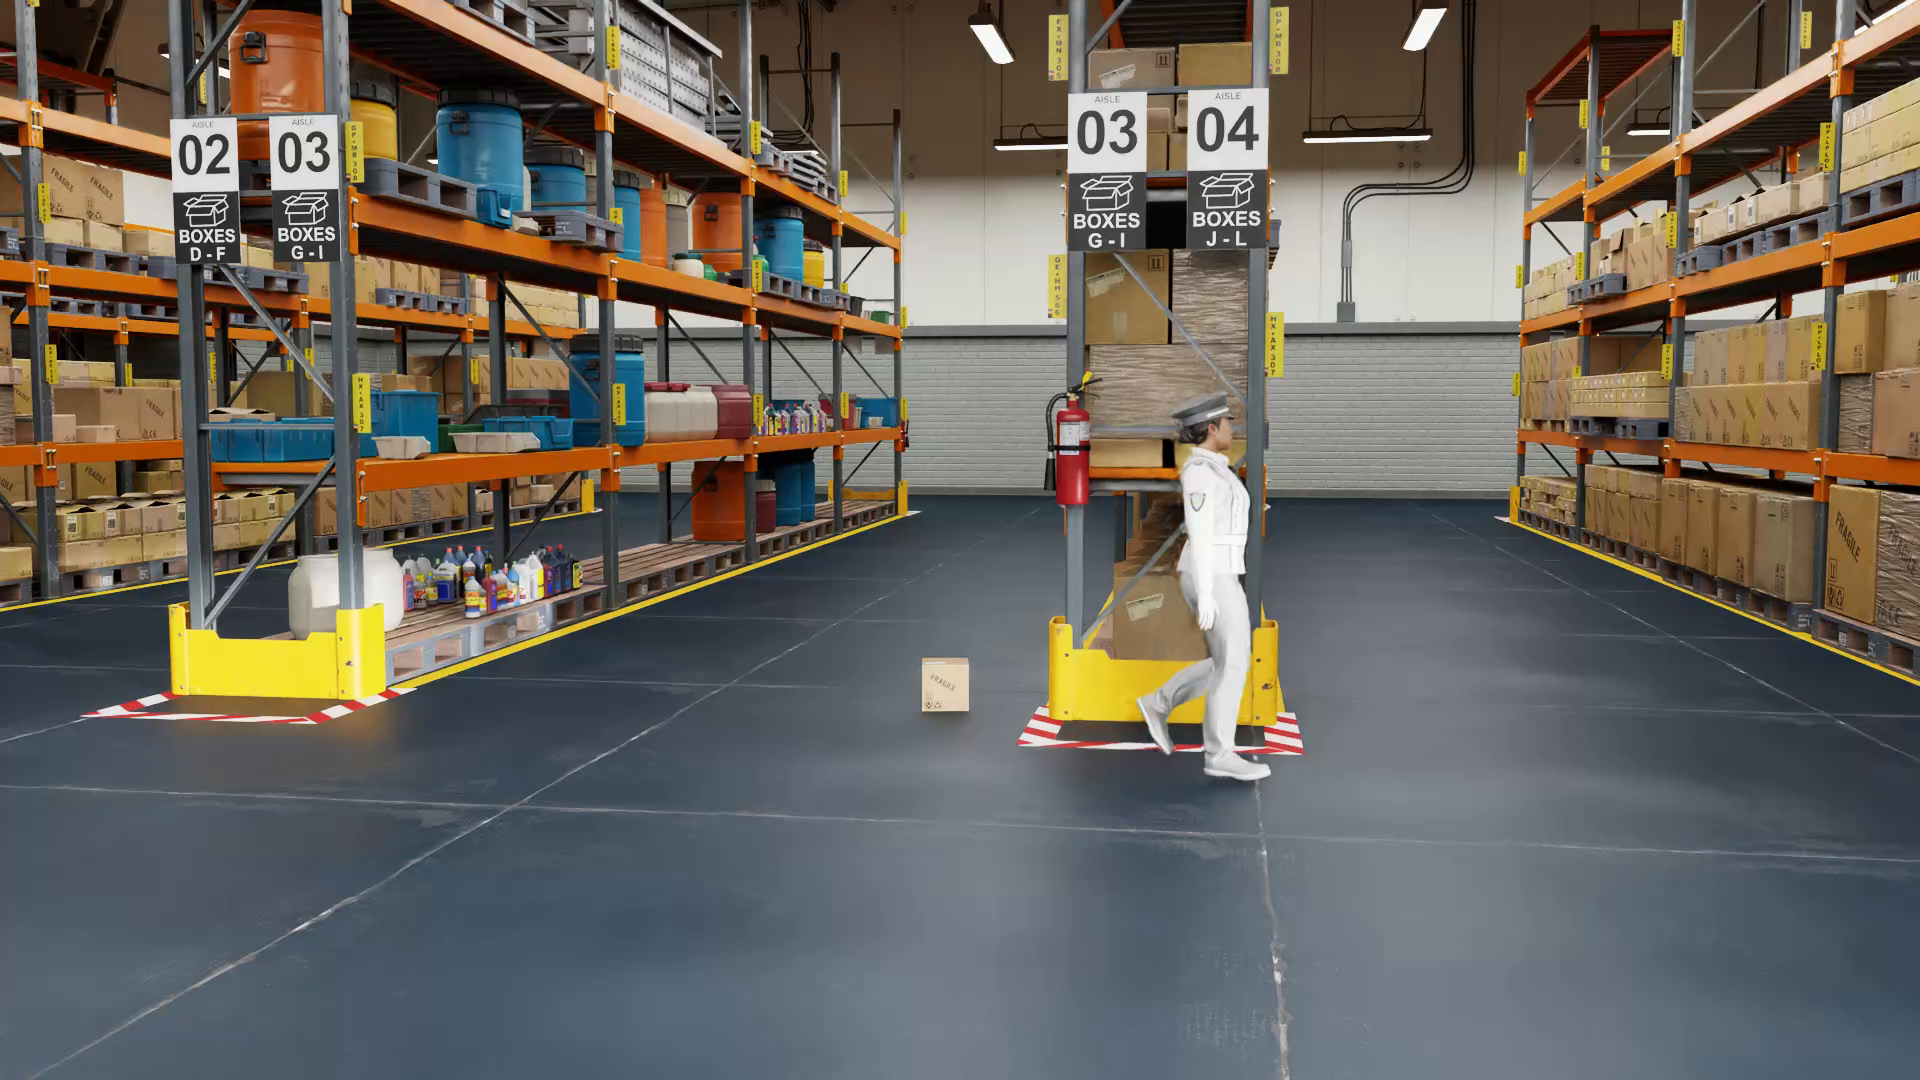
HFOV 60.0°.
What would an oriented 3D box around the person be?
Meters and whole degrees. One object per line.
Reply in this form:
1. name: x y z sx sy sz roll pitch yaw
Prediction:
1. person: 1.073 0.183 7.243 0.585 1.666 0.511 1 5 14
